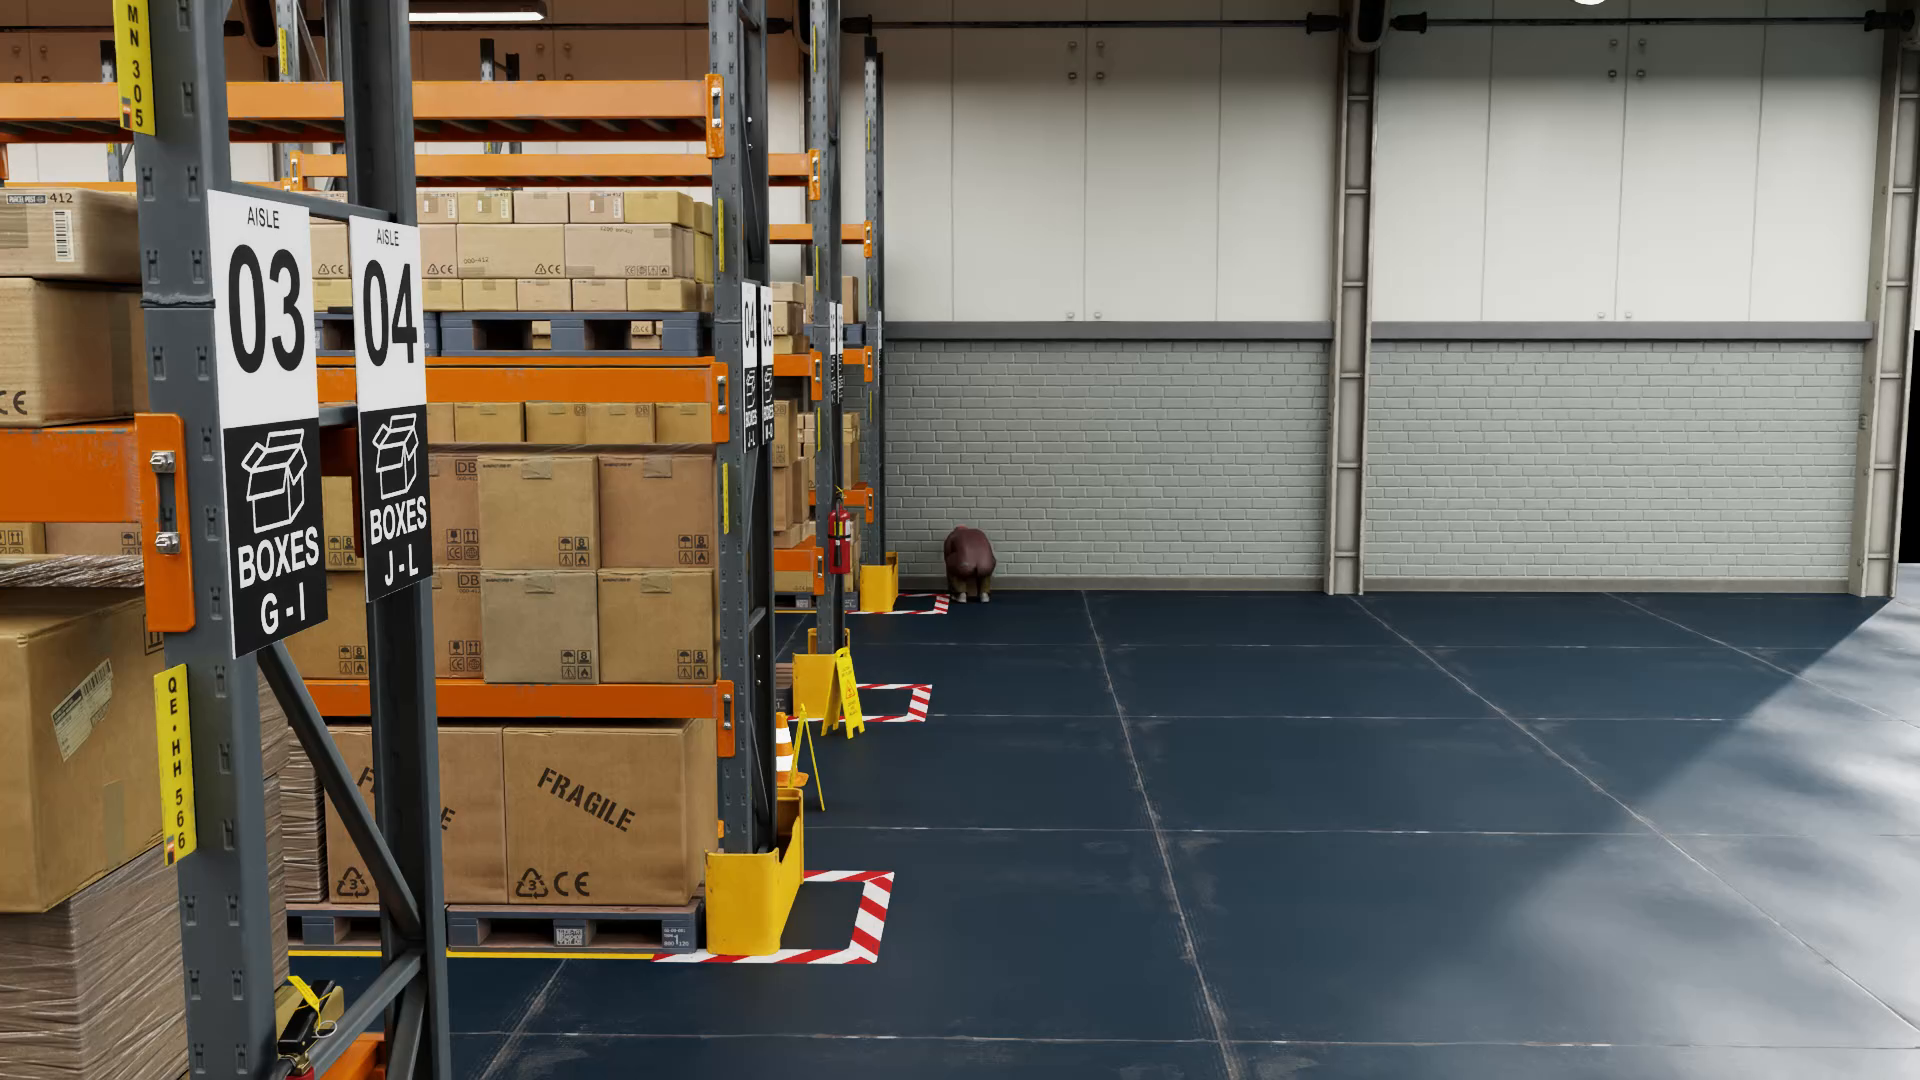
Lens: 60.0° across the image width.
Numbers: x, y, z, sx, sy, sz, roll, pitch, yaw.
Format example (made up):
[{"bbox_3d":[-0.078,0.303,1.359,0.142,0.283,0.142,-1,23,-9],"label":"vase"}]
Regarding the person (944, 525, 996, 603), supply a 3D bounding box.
[{"bbox_3d":[0.114,0.301,18.656,0.578,0.831,0.918,-1,7,-7],"label":"person"}]
